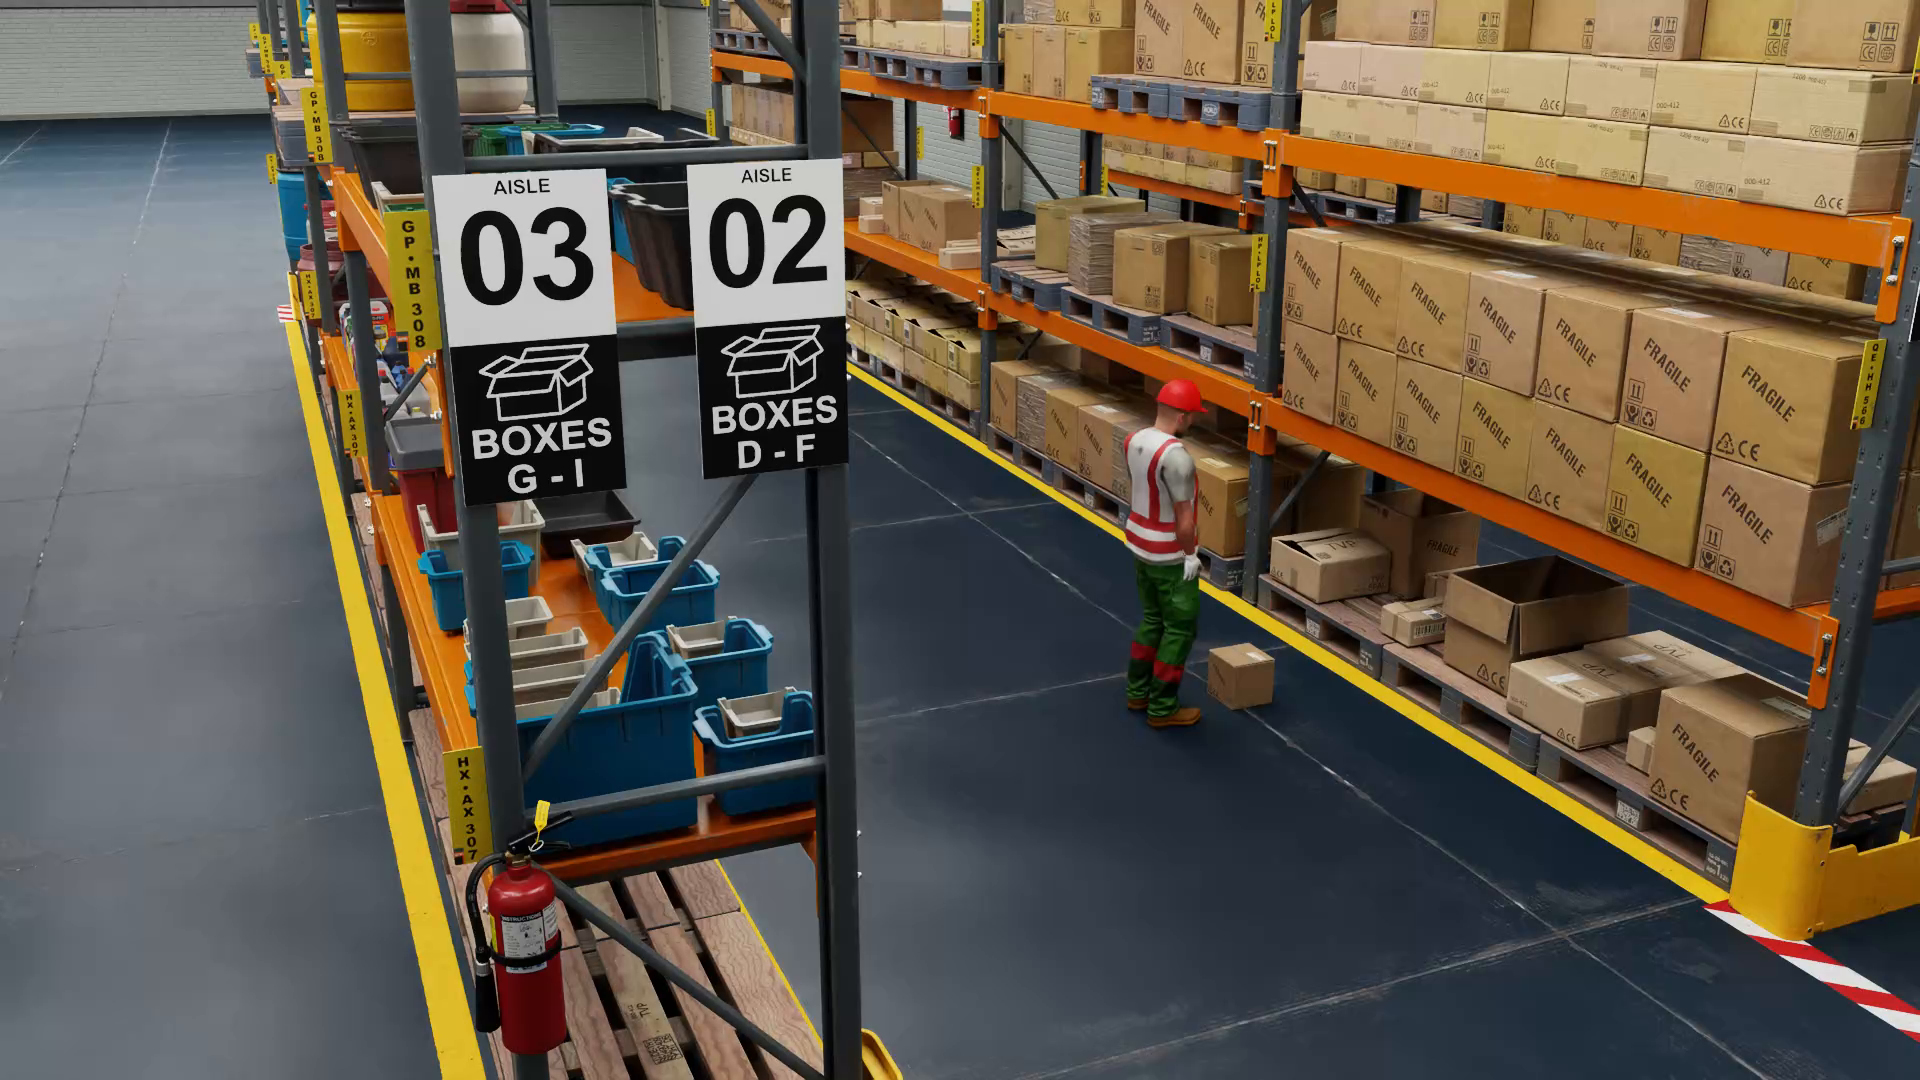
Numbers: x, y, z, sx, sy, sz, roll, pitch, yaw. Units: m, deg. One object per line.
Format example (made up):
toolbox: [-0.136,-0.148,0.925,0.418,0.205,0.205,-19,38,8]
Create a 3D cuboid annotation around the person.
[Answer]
person: [1.040,0.058,8.386,0.388,1.766,0.533,-7,20,-21]
